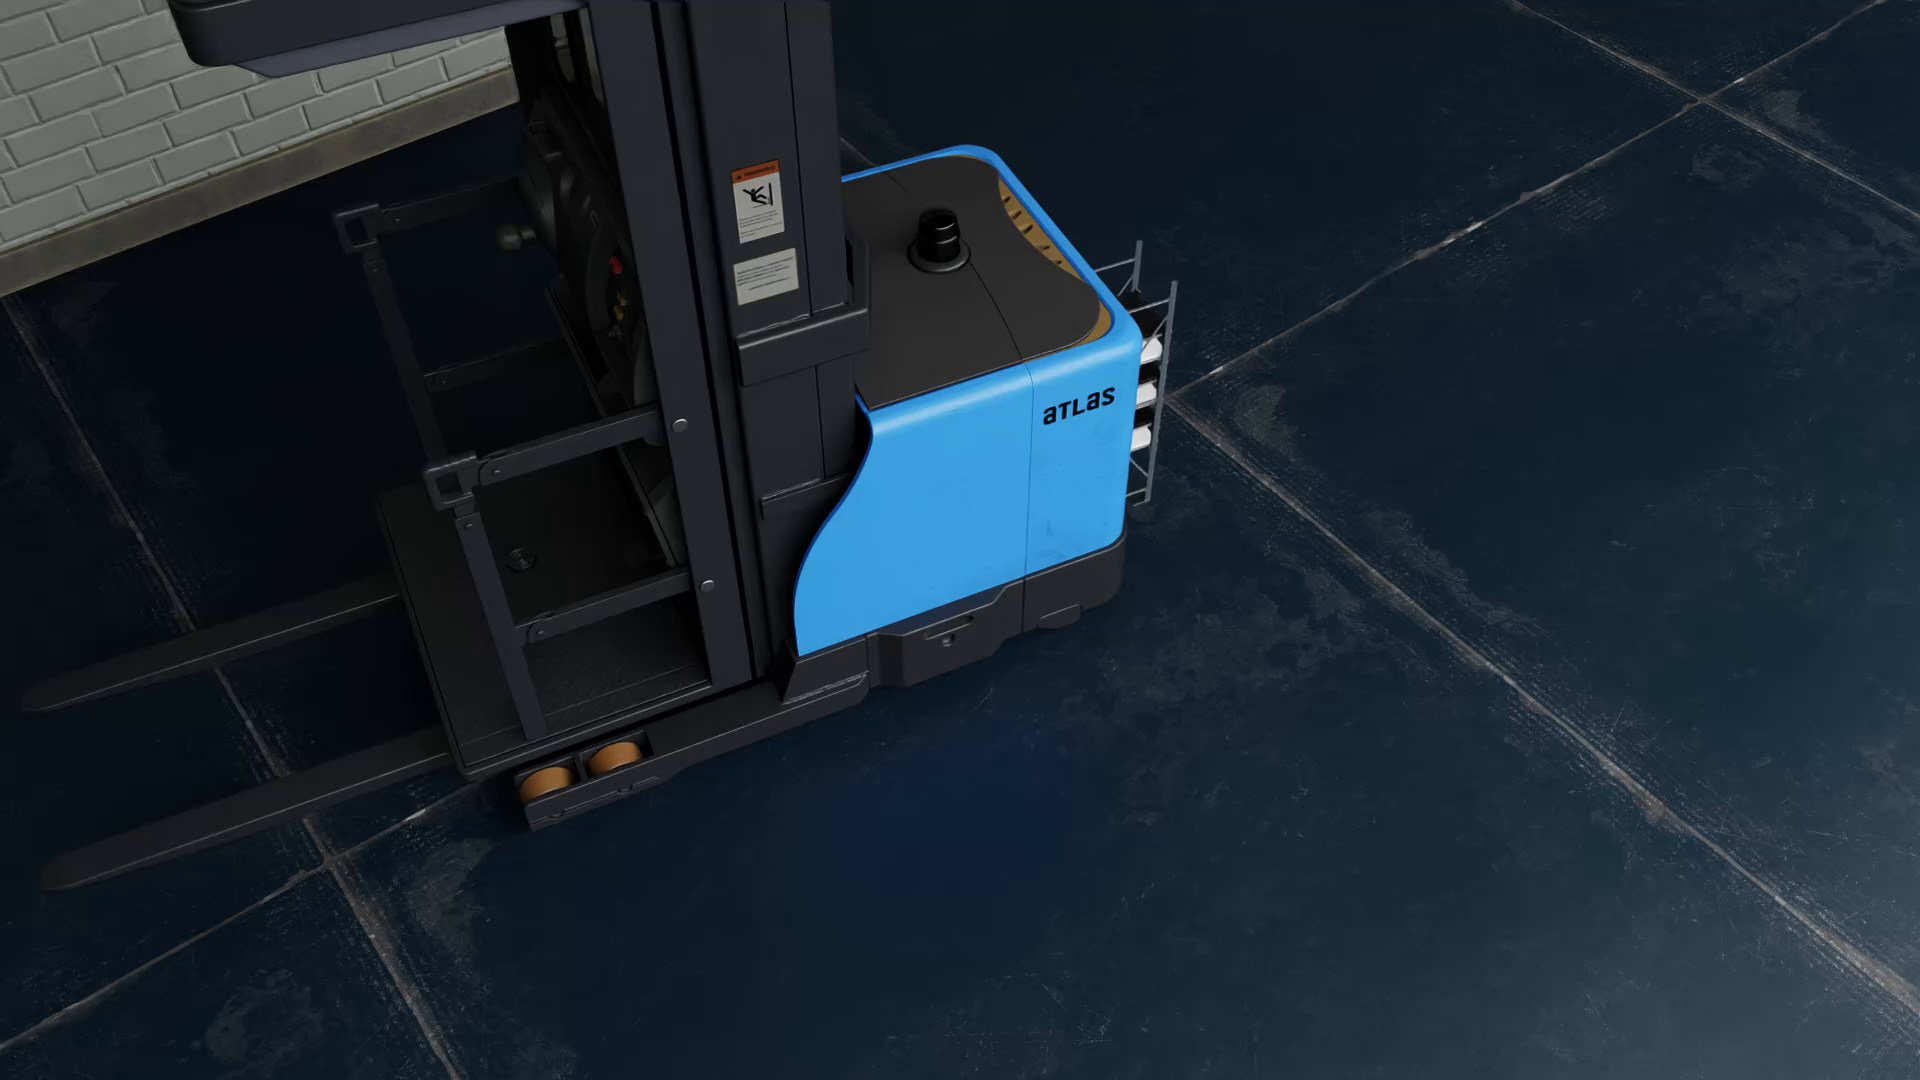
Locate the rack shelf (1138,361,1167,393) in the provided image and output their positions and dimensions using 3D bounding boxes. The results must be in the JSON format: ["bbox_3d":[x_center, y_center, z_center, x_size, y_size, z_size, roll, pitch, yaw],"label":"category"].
[{"bbox_3d":[0.461,-0.500,5.018,0.258,0.077,0.200,-19,51,-17],"label":"rack shelf"}]

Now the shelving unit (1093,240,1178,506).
[{"bbox_3d":[0.461,-0.462,5.060,0.258,0.900,0.210,-19,51,-17],"label":"shelving unit"}]

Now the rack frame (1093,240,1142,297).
[{"bbox_3d":[0.418,-0.530,5.122,0.240,0.900,0.006,-19,51,-17],"label":"rack frame"}]

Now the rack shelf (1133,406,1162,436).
[{"bbox_3d":[0.461,-0.379,5.152,0.258,0.077,0.200,-19,51,-17],"label":"rack shelf"}]

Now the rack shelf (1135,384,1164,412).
[{"bbox_3d":[0.461,-0.439,5.085,0.258,0.077,0.200,-19,51,-17],"label":"rack shelf"}]

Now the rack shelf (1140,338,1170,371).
[{"bbox_3d":[0.462,-0.560,4.952,0.258,0.077,0.200,-19,51,-17],"label":"rack shelf"}]

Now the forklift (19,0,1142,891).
[{"bbox_3d":[-1.068,-0.657,3.867,3.031,2.935,1.130,-19,51,-17],"label":"forklift"}]

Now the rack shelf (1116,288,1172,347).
[{"bbox_3d":[0.462,-0.621,4.885,0.258,0.077,0.200,-19,51,-17],"label":"rack shelf"}]

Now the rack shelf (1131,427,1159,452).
[{"bbox_3d":[0.460,-0.318,5.218,0.258,0.077,0.200,-19,51,-17],"label":"rack shelf"}]

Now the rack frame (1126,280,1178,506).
[{"bbox_3d":[0.504,-0.393,4.998,0.240,0.900,0.006,-19,51,-17],"label":"rack frame"}]
